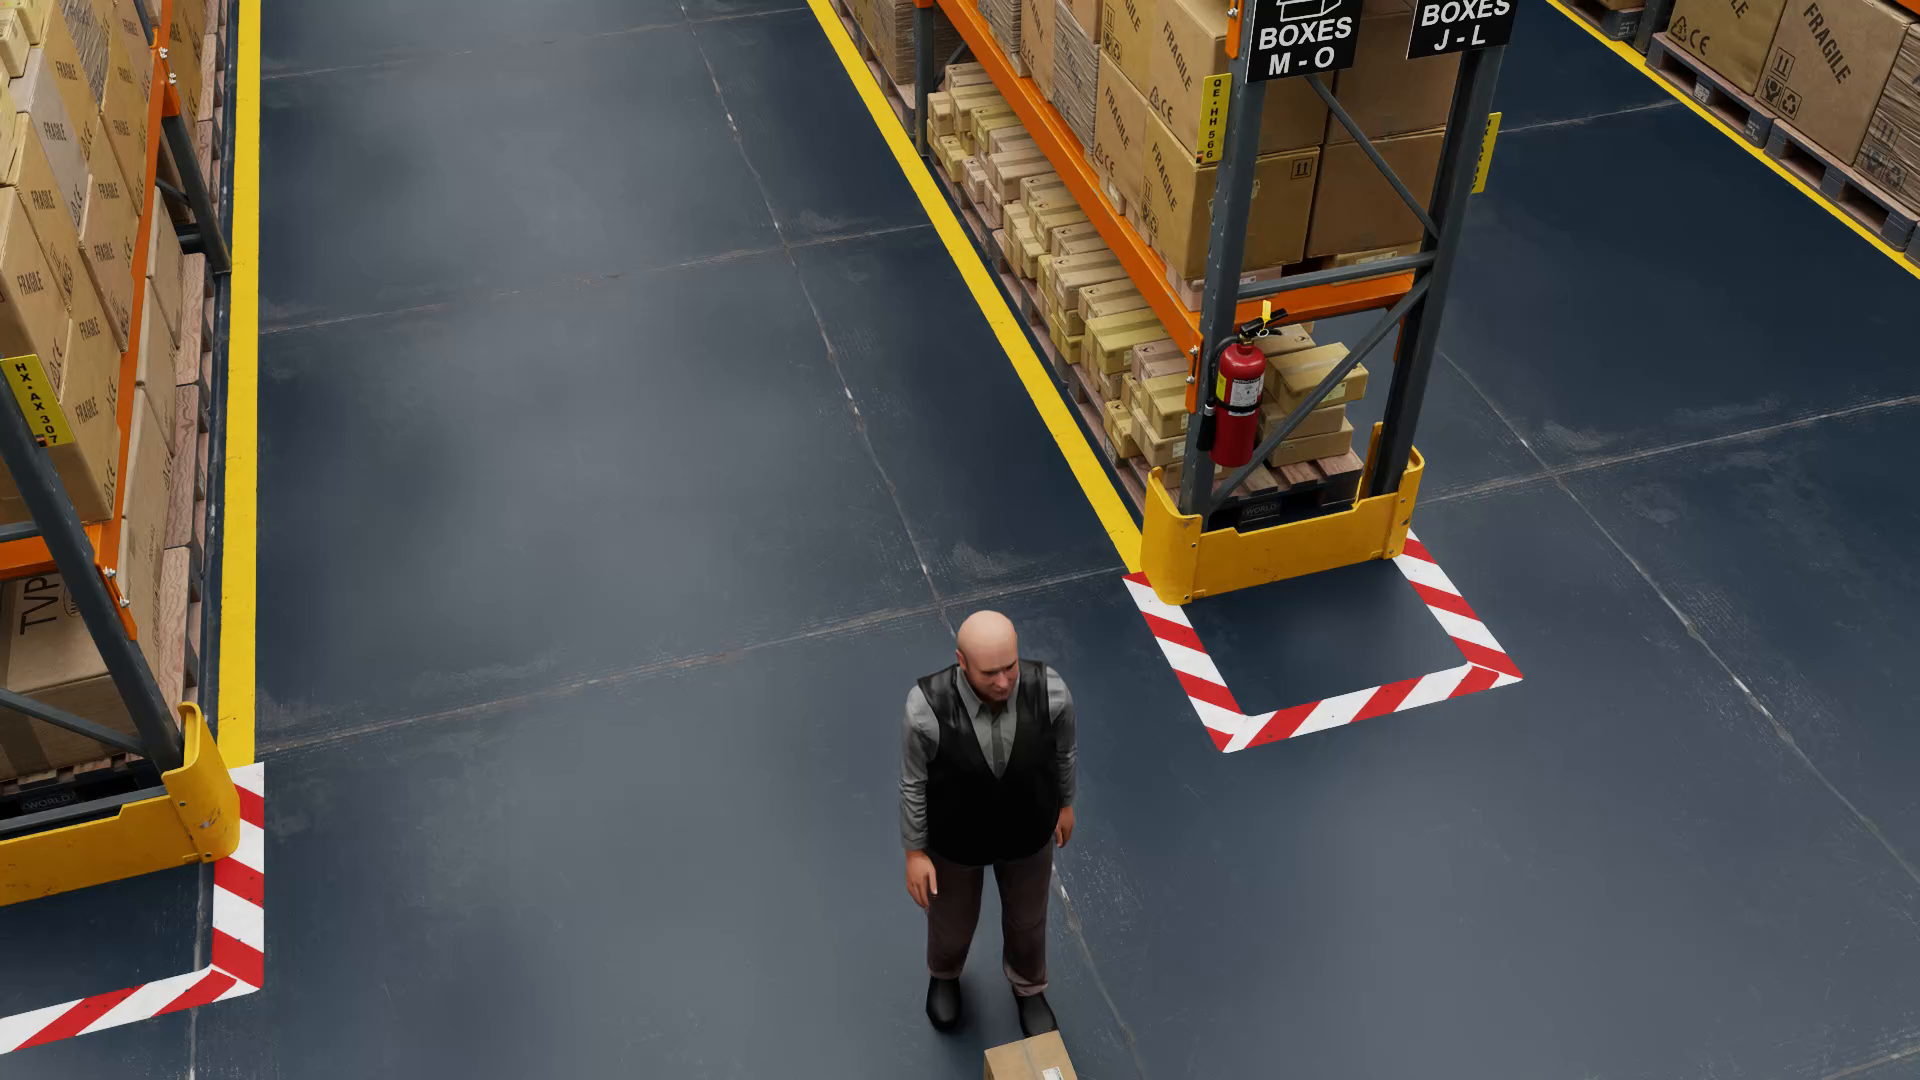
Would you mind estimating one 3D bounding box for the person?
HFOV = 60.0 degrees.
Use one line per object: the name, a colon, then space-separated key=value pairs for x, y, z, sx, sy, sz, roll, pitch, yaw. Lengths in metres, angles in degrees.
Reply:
person: x=0.099 y=0.932 z=5.124 sx=0.572 sy=1.733 sz=0.480 roll=-8 pitch=43 yaw=-9
